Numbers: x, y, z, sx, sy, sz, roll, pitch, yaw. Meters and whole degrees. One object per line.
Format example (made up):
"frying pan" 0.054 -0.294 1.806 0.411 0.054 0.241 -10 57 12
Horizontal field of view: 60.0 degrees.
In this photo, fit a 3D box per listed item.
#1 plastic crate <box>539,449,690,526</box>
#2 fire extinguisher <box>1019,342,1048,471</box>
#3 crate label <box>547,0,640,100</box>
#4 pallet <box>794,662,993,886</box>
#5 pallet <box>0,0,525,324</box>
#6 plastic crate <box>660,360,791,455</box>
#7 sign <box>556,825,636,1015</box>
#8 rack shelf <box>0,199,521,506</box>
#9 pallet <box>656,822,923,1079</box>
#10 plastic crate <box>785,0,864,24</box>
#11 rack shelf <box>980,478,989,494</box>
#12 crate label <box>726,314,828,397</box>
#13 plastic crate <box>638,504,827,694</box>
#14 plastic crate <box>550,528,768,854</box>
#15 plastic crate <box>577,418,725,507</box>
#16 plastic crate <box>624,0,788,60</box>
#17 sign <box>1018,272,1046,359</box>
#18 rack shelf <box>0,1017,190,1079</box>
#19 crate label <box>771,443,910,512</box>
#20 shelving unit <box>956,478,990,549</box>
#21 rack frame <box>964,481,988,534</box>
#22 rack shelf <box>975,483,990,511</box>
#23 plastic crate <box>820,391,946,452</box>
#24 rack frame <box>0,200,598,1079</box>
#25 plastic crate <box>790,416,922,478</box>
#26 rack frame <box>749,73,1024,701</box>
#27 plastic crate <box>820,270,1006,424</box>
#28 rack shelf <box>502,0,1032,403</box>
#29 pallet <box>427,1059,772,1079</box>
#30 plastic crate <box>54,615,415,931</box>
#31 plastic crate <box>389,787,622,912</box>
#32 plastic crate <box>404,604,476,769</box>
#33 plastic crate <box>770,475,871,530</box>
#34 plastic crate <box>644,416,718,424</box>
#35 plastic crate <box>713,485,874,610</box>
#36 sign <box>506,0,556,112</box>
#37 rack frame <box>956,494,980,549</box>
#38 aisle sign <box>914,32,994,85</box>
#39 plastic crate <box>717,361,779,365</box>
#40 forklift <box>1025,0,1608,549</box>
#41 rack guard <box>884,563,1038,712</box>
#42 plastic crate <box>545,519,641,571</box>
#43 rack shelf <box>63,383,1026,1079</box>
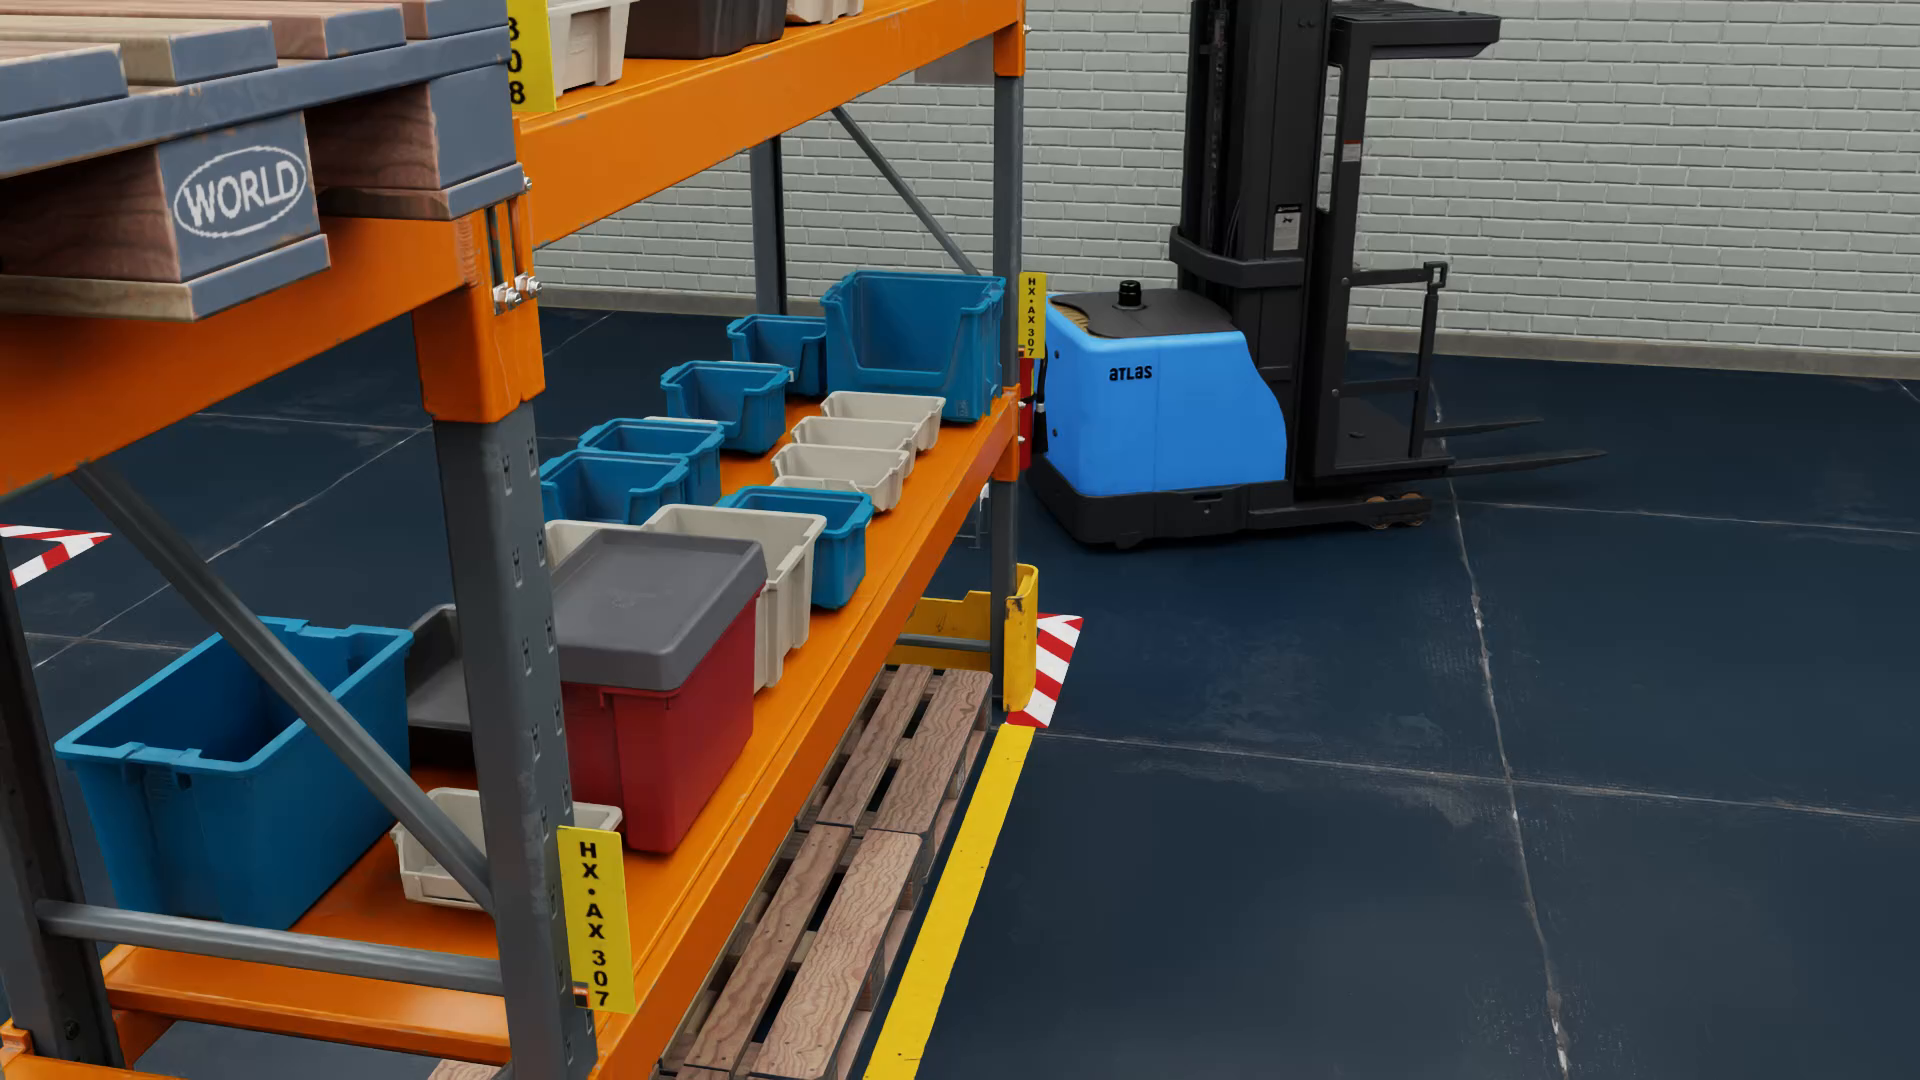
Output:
"plastic crate" -0.976 -0.090 4.706 0.416 0.233 0.300 4 22 11
"fire extinguisher" 0.202 -0.608 6.451 0.296 0.674 0.183 4 22 11
"crate label" -0.707 -0.760 2.563 0.293 0.136 0.466 4 22 11
"pallet" -0.480 0.796 6.096 1.003 0.211 1.213 4 22 11
"pallet" -1.154 -0.343 1.429 1.213 0.211 1.003 4 22 11
"plastic crate" -0.780 -0.441 5.577 0.416 0.233 0.300 4 22 11
"sign" -0.551 0.581 2.527 0.100 0.325 0.005 4 22 11
"rack shelf" -1.498 0.340 0.442 1.077 0.370 4.000 4 22 11
"pallet" -0.731 1.240 4.991 1.003 0.211 1.213 4 22 11
"plastic crate" -0.452 -1.291 3.882 0.437 0.136 0.530 4 22 11
"rack shelf" 0.002 -0.306 8.239 0.258 0.077 0.200 4 22 11
"crate label" -0.646 -0.682 6.175 0.416 0.233 0.303 4 22 11
"plastic crate" -0.598 0.149 4.047 0.437 0.282 0.530 4 22 11
"plastic crate" -0.662 0.301 3.424 0.402 0.464 0.583 4 22 11
"plastic crate" -0.915 -0.200 4.979 0.416 0.233 0.300 4 22 11
"plastic crate" -0.568 -1.098 3.224 0.497 0.269 0.590 4 22 11
"sign" 0.269 -0.836 6.196 0.100 0.325 0.005 4 22 11
"rack shelf" -1.498 1.731 1.002 1.077 0.370 4.000 4 22 11
"crate label" -0.369 -0.181 5.062 0.396 0.136 0.243 4 22 11
"shelving unit" 0.002 -0.420 8.193 0.258 0.900 0.210 4 22 11
"rack frame" 0.022 -0.458 8.285 0.240 0.900 0.006 4 22 11
"rack shelf" 0.002 -0.223 8.273 0.258 0.077 0.200 4 22 11
"plastic crate" -0.262 -0.390 5.580 0.396 0.136 0.243 4 22 11
"rack frame" -1.086 0.667 2.683 0.949 2.616 0.053 4 22 11
"plastic crate" -0.336 -0.285 5.319 0.396 0.136 0.243 4 22 11
"rack frame" -0.273 -0.797 6.316 1.000 3.000 0.127 4 22 11
"plastic crate" -0.159 -0.704 5.959 0.616 0.435 0.499 4 22 11
"rack shelf" -0.681 -1.123 4.074 1.077 0.370 4.000 4 22 11
"pallet" -0.977 1.688 3.880 1.003 0.211 1.213 4 22 11
"plastic crate" -1.328 0.449 3.164 0.392 0.384 0.575 4 22 11
"plastic crate" -0.855 0.601 3.118 0.396 0.136 0.243 4 22 11
"plastic crate" -1.124 0.336 3.791 0.437 0.125 0.590 4 22 11
"plastic crate" -0.411 -0.072 4.789 0.298 0.136 0.250 4 22 11
"plastic crate" -0.931 -0.278 5.301 0.250 0.136 0.298 4 22 11
"plastic crate" -0.441 0.024 4.423 0.416 0.233 0.300 4 22 11
"sign" -0.551 -0.687 2.016 0.100 0.325 0.005 4 22 11
"rack frame" -0.019 -0.383 8.101 0.240 0.900 0.006 4 22 11
"aisle sign" 0.028 -2.006 5.841 0.394 0.787 0.004 4 22 11
"plastic crate" -0.792 -0.526 5.917 0.250 0.136 0.298 4 22 11
"forklift" 1.925 -1.597 8.395 3.031 2.935 1.130 -5 23 -13
"rack guard" -0.281 0.353 6.808 1.175 0.500 0.348 4 22 11
"plastic crate" -1.028 0.101 4.360 0.293 0.136 0.466 4 22 11
"rack shelf" -0.681 0.269 4.635 1.077 0.370 4.000 4 22 11
